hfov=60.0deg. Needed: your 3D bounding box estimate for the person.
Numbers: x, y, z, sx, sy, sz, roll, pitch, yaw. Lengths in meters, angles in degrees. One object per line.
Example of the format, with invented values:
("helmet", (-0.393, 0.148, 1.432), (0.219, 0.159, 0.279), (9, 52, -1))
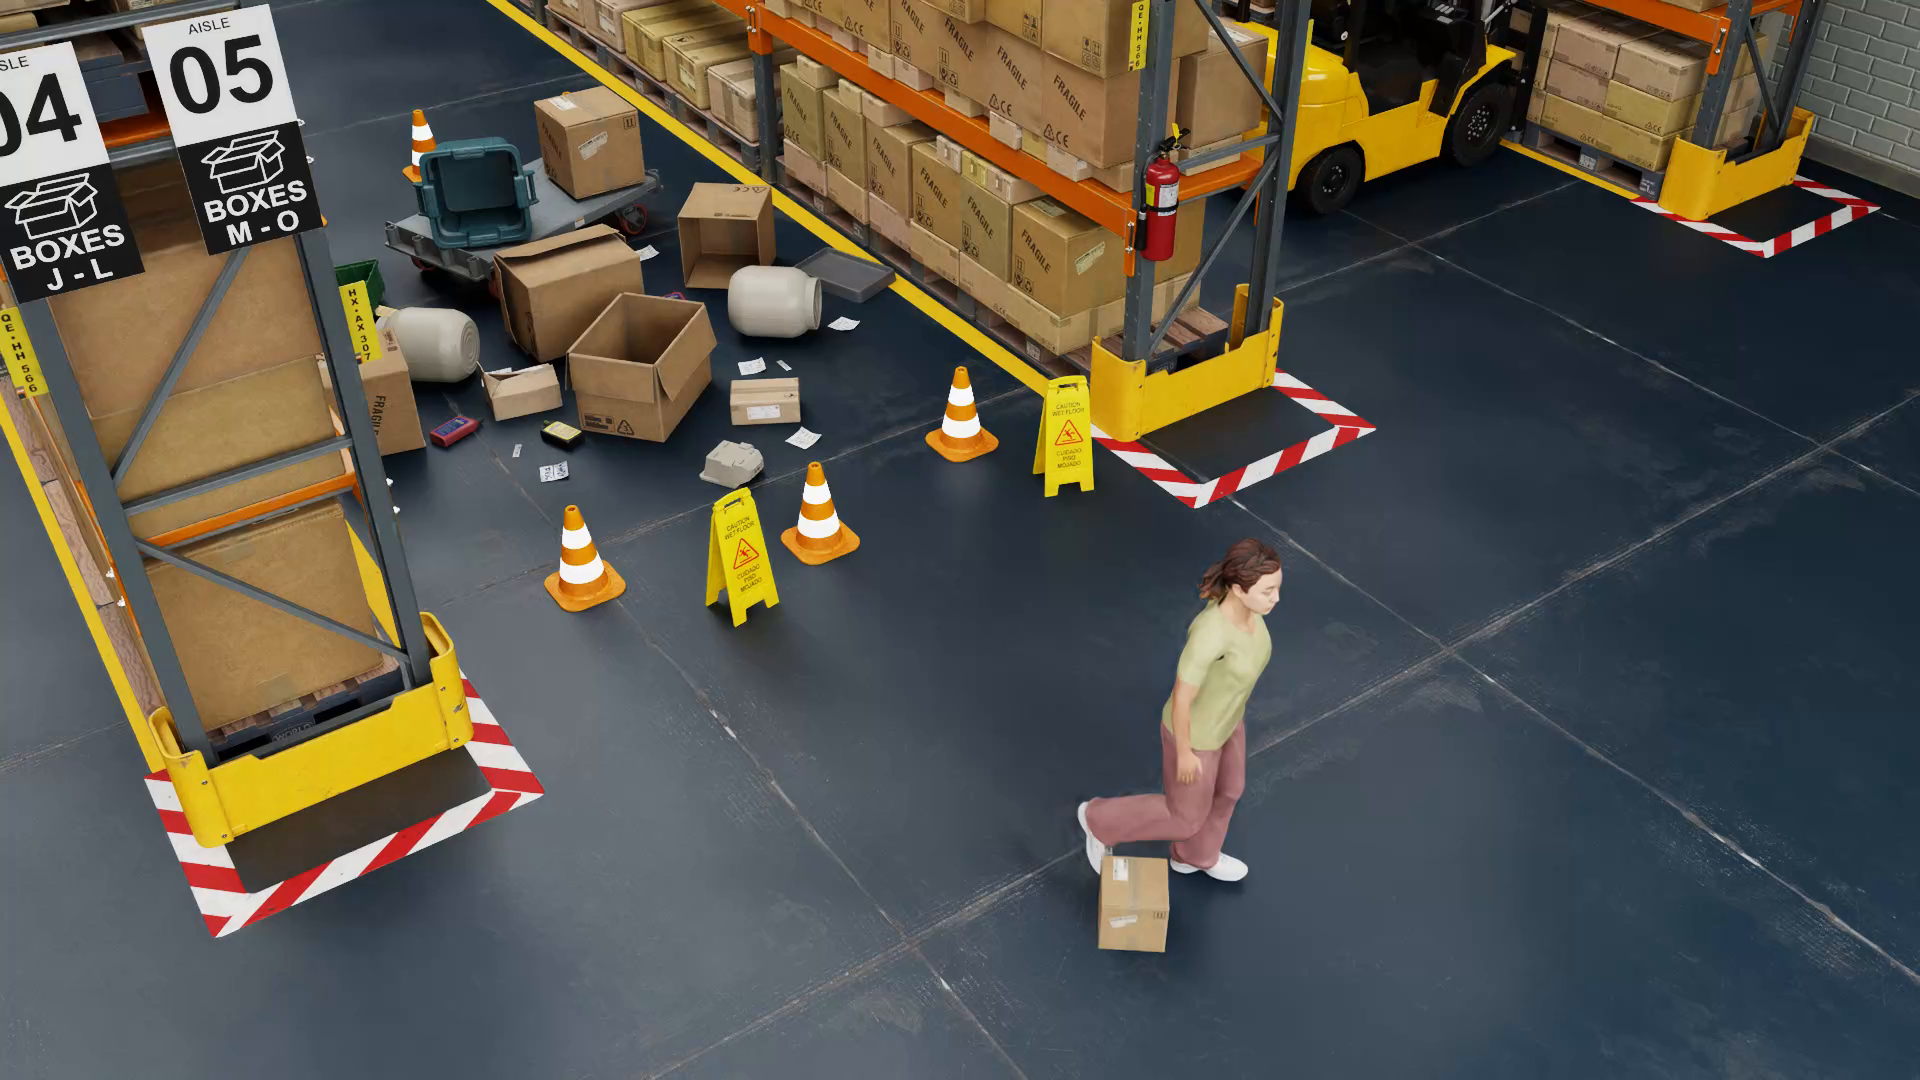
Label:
("person", (0.794, 0.640, 6.123), (0.644, 1.654, 0.502), (19, 41, 24))
